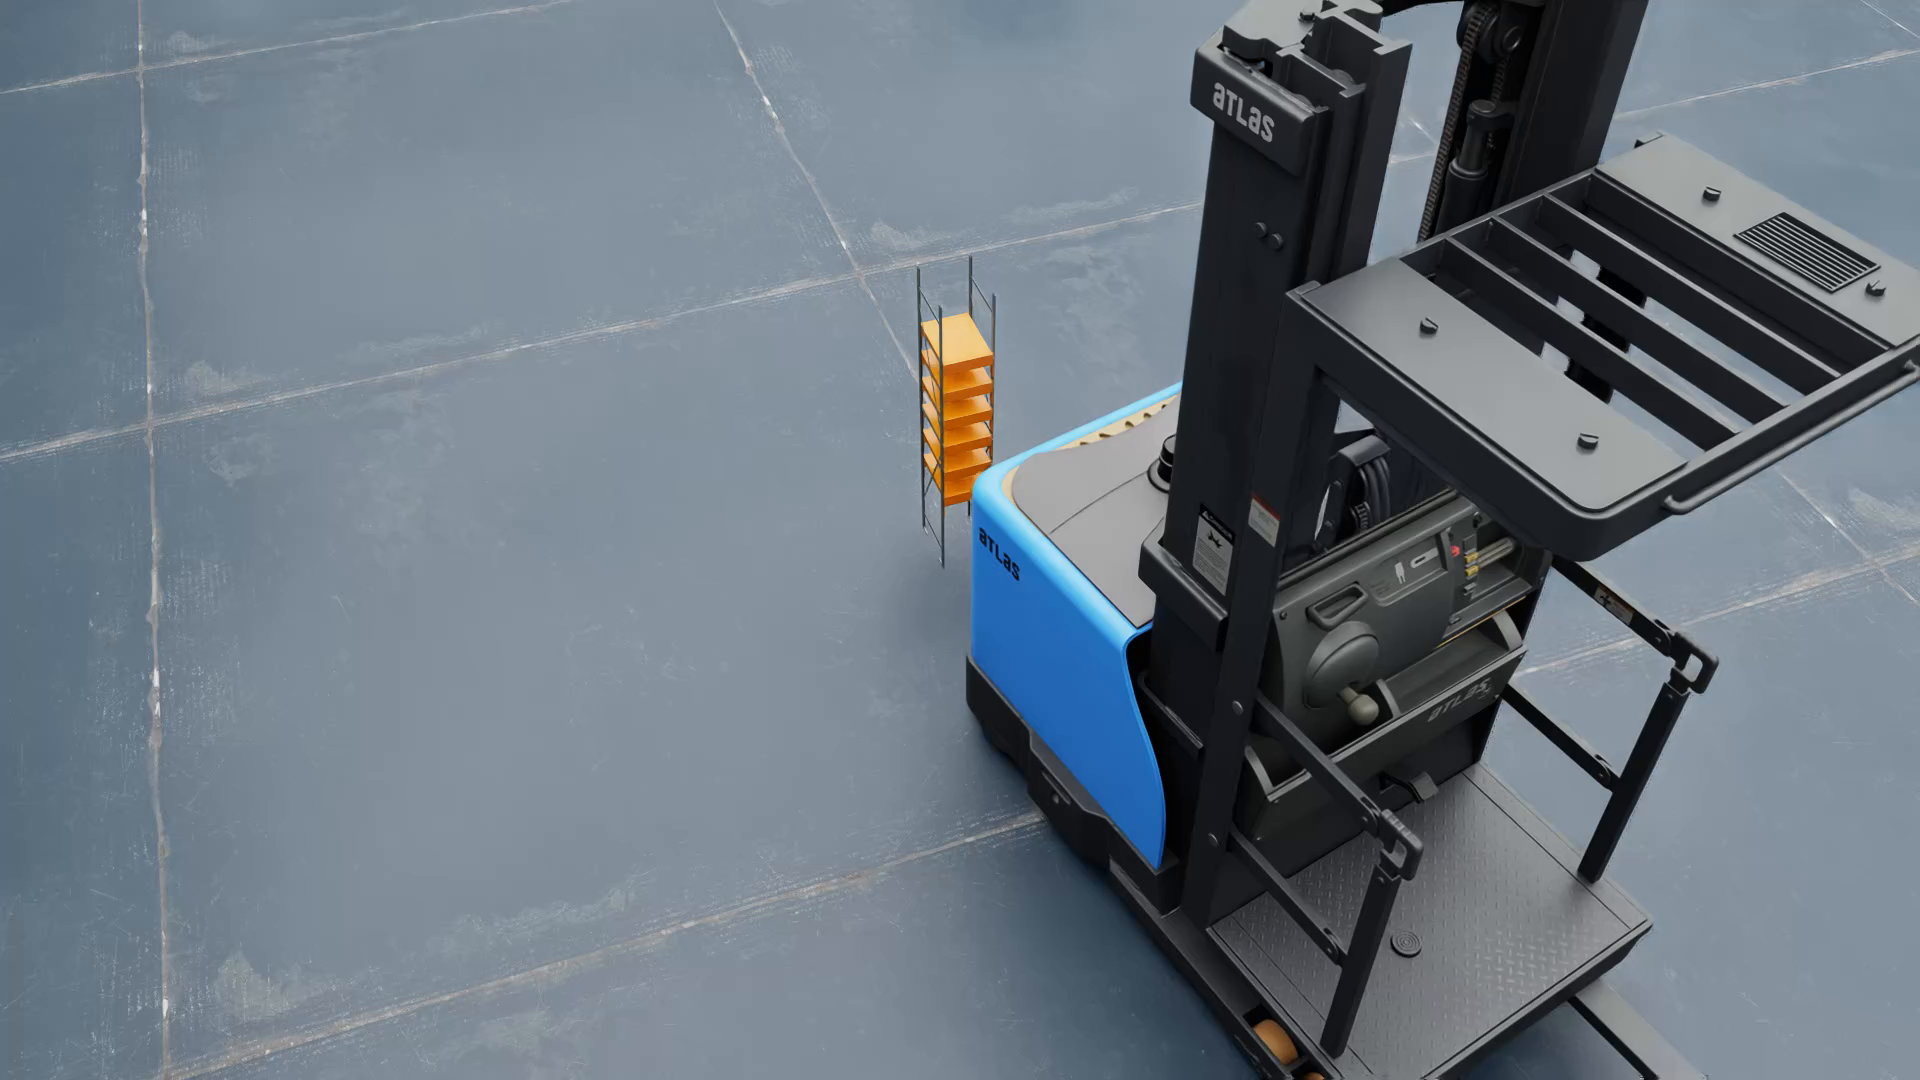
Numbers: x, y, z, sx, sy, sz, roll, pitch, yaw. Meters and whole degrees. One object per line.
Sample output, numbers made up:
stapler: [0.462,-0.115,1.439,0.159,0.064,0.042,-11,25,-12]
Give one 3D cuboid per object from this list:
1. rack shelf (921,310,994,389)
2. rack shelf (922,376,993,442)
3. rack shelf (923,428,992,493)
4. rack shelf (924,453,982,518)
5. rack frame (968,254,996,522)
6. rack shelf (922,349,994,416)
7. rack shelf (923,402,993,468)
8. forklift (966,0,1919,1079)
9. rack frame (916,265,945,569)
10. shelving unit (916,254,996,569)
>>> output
rack shelf: [-0.014,-0.643,5.598,0.180,0.103,0.258,-14,47,-14]
rack shelf: [-0.014,-0.473,5.768,0.180,0.103,0.258,-14,47,-14]
rack shelf: [-0.014,-0.304,5.938,0.180,0.103,0.258,-14,47,-14]
rack shelf: [-0.014,-0.219,6.023,0.180,0.103,0.258,-14,47,-14]
rack frame: [0.072,-0.442,5.843,0.006,1.200,0.240,-14,47,-14]
rack shelf: [-0.014,-0.558,5.683,0.180,0.103,0.258,-14,47,-14]
rack shelf: [-0.014,-0.389,5.853,0.180,0.103,0.258,-14,47,-14]
forklift: [1.249,0.217,3.964,1.130,2.935,3.031,-25,50,-23]
rack frame: [-0.100,-0.398,5.800,0.006,1.200,0.240,-14,47,-14]
shelving unit: [-0.014,-0.420,5.822,0.189,1.200,0.258,-14,47,-14]
